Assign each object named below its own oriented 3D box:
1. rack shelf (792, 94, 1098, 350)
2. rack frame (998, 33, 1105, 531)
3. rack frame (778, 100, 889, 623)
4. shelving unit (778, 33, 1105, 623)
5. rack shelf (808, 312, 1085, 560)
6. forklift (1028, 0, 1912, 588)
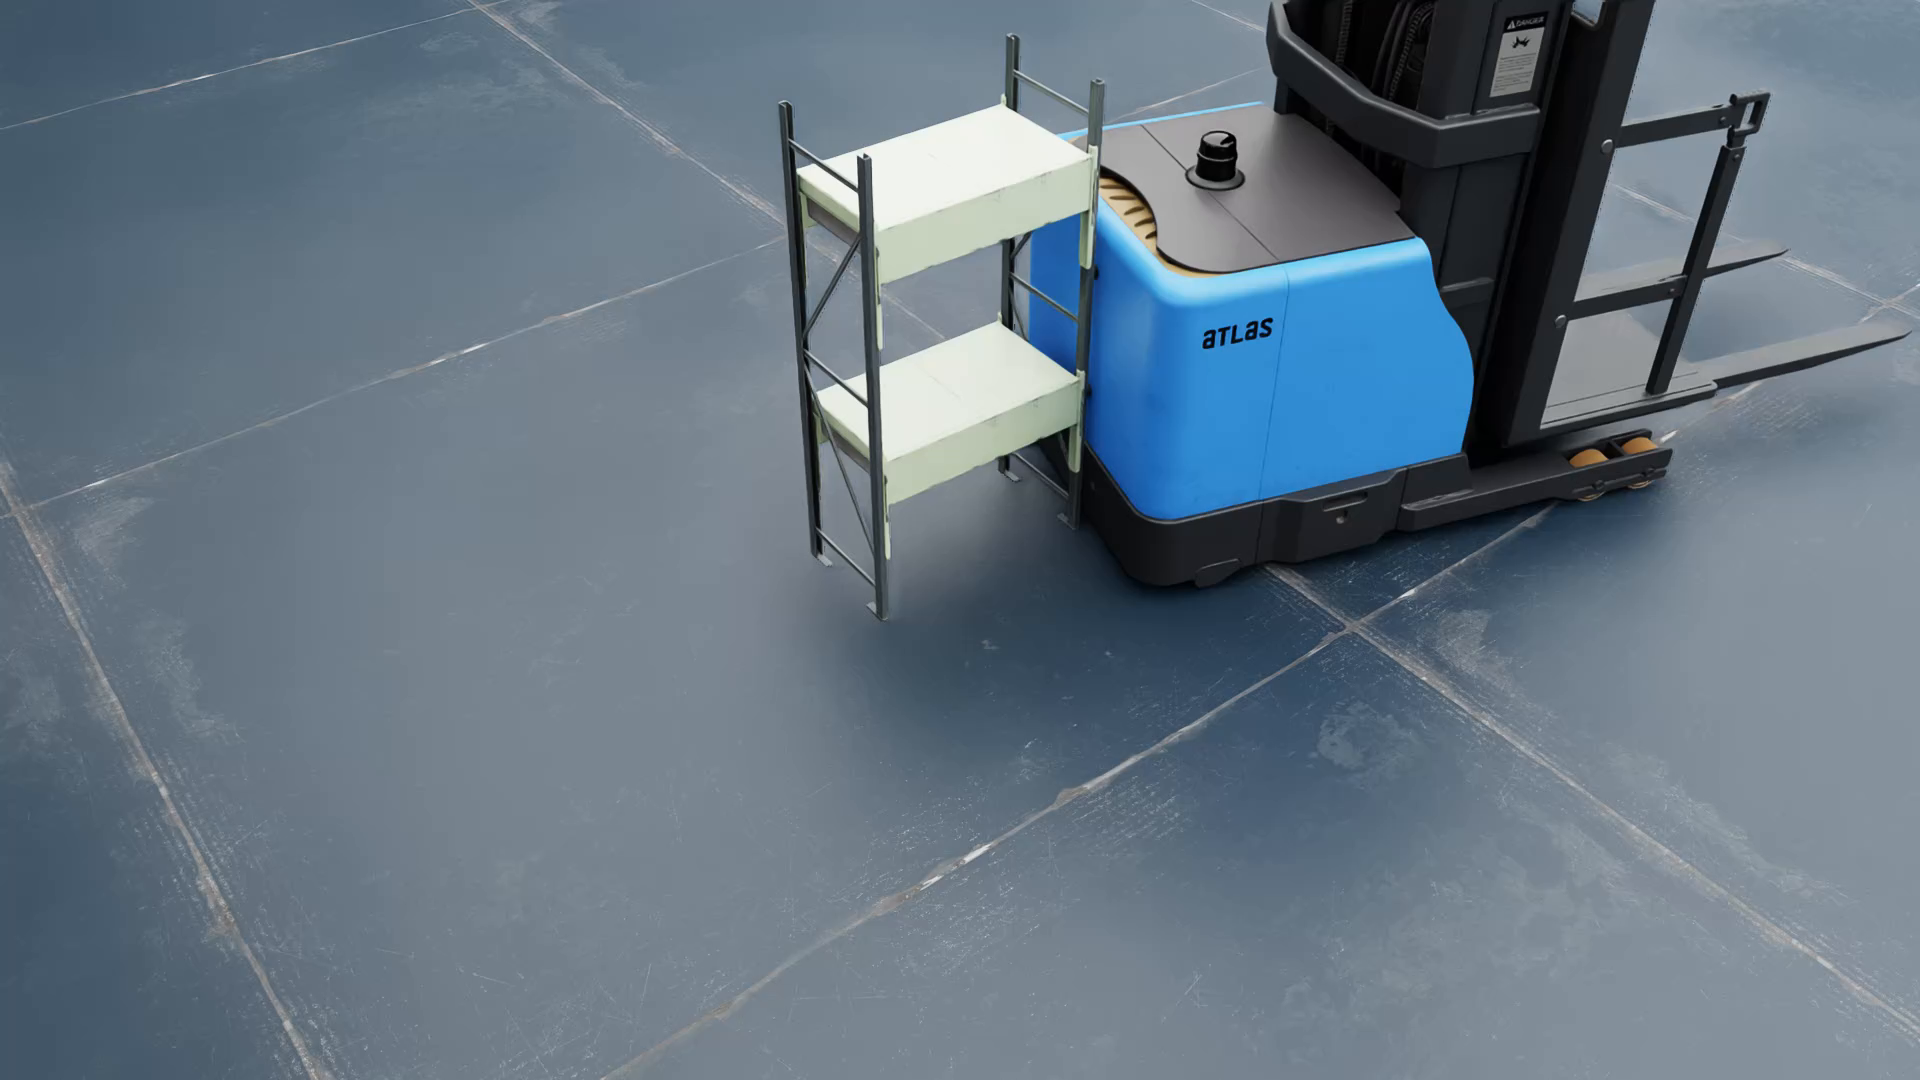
[{"bbox_3d":[-0.043,-0.879,4.523,0.720,0.370,0.431,-25,45,-27],"label":"rack shelf"},{"bbox_3d":[0.253,-0.714,4.937,0.023,1.500,0.400,-25,45,-27],"label":"rack frame"},{"bbox_3d":[-0.339,-0.440,4.604,0.023,1.500,0.400,-25,45,-27],"label":"rack frame"},{"bbox_3d":[-0.043,-0.577,4.771,0.755,1.500,0.431,-25,45,-27],"label":"shelving unit"},{"bbox_3d":[-0.043,-0.325,4.978,0.720,0.370,0.431,-25,45,-27],"label":"rack shelf"},{"bbox_3d":[1.782,-1.562,4.843,3.031,2.935,1.130,-13,41,-15],"label":"forklift"}]
